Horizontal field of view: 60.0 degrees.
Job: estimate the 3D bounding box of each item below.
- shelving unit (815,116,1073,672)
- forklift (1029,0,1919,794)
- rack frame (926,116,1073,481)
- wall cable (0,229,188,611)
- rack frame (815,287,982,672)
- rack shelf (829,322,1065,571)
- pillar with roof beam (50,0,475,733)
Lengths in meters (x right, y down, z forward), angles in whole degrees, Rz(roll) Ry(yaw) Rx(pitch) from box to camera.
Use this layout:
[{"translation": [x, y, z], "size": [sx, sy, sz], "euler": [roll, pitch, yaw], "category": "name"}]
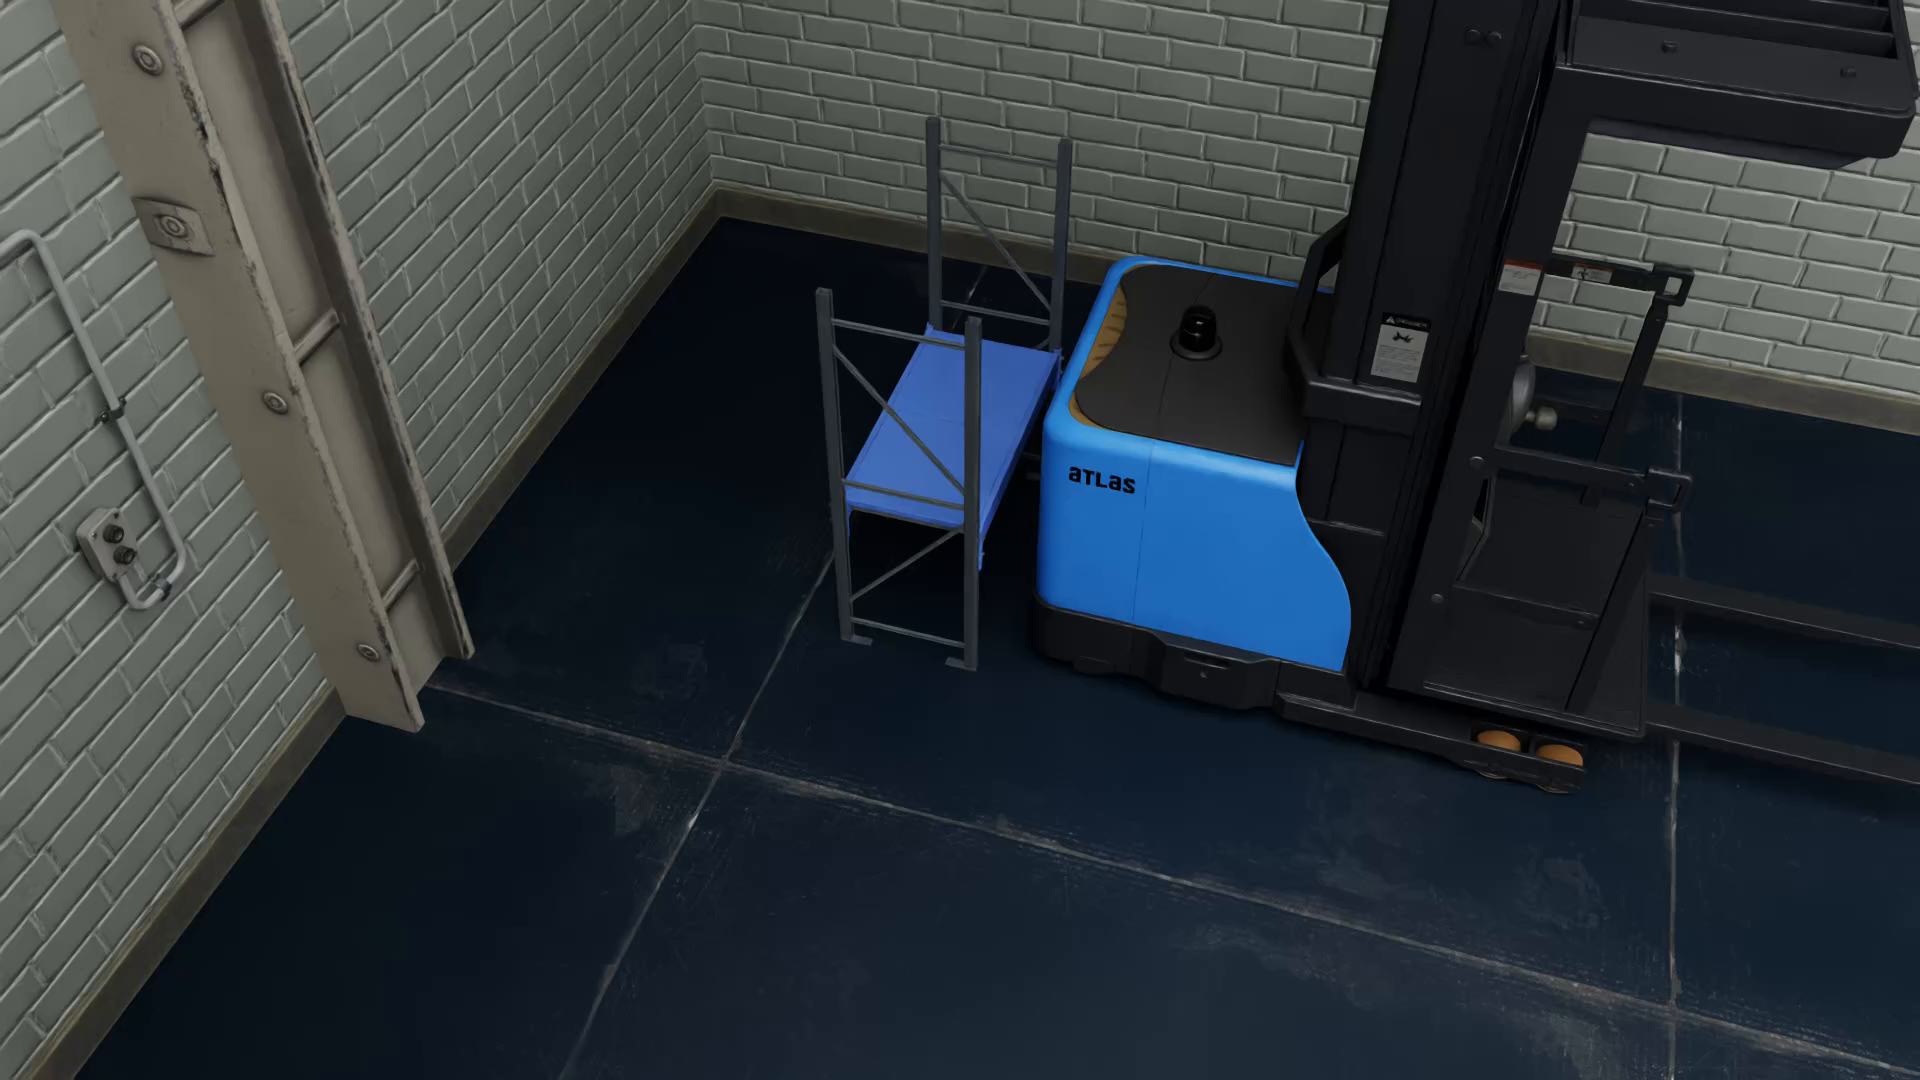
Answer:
[{"translation": [-0.026, -0.479, 5.667], "size": [0.538, 1.500, 1.048], "euler": [13, 46, 12], "category": "shelving unit"}, {"translation": [1.817, -0.644, 4.813], "size": [3.031, 2.935, 1.130], "euler": [13, 46, 12], "category": "forklift"}, {"translation": [0.128, -0.818, 6.014], "size": [0.500, 1.500, 0.032], "euler": [13, 46, 12], "category": "rack frame"}, {"translation": [-2.417, -0.022, 3.402], "size": [0.084, 1.984, 1.851], "euler": [13, 46, 13], "category": "wall cable"}, {"translation": [-0.180, -0.140, 5.321], "size": [0.500, 1.500, 0.032], "euler": [13, 46, 12], "category": "rack frame"}, {"translation": [-0.026, -0.351, 5.793], "size": [0.538, 0.185, 1.000], "euler": [13, 46, 12], "category": "rack shelf"}, {"translation": [2.193, -1.821, 1.677], "size": [9.100, 9.000, 0.400], "euler": [13, 46, 13], "category": "pillar with roof beam"}]
